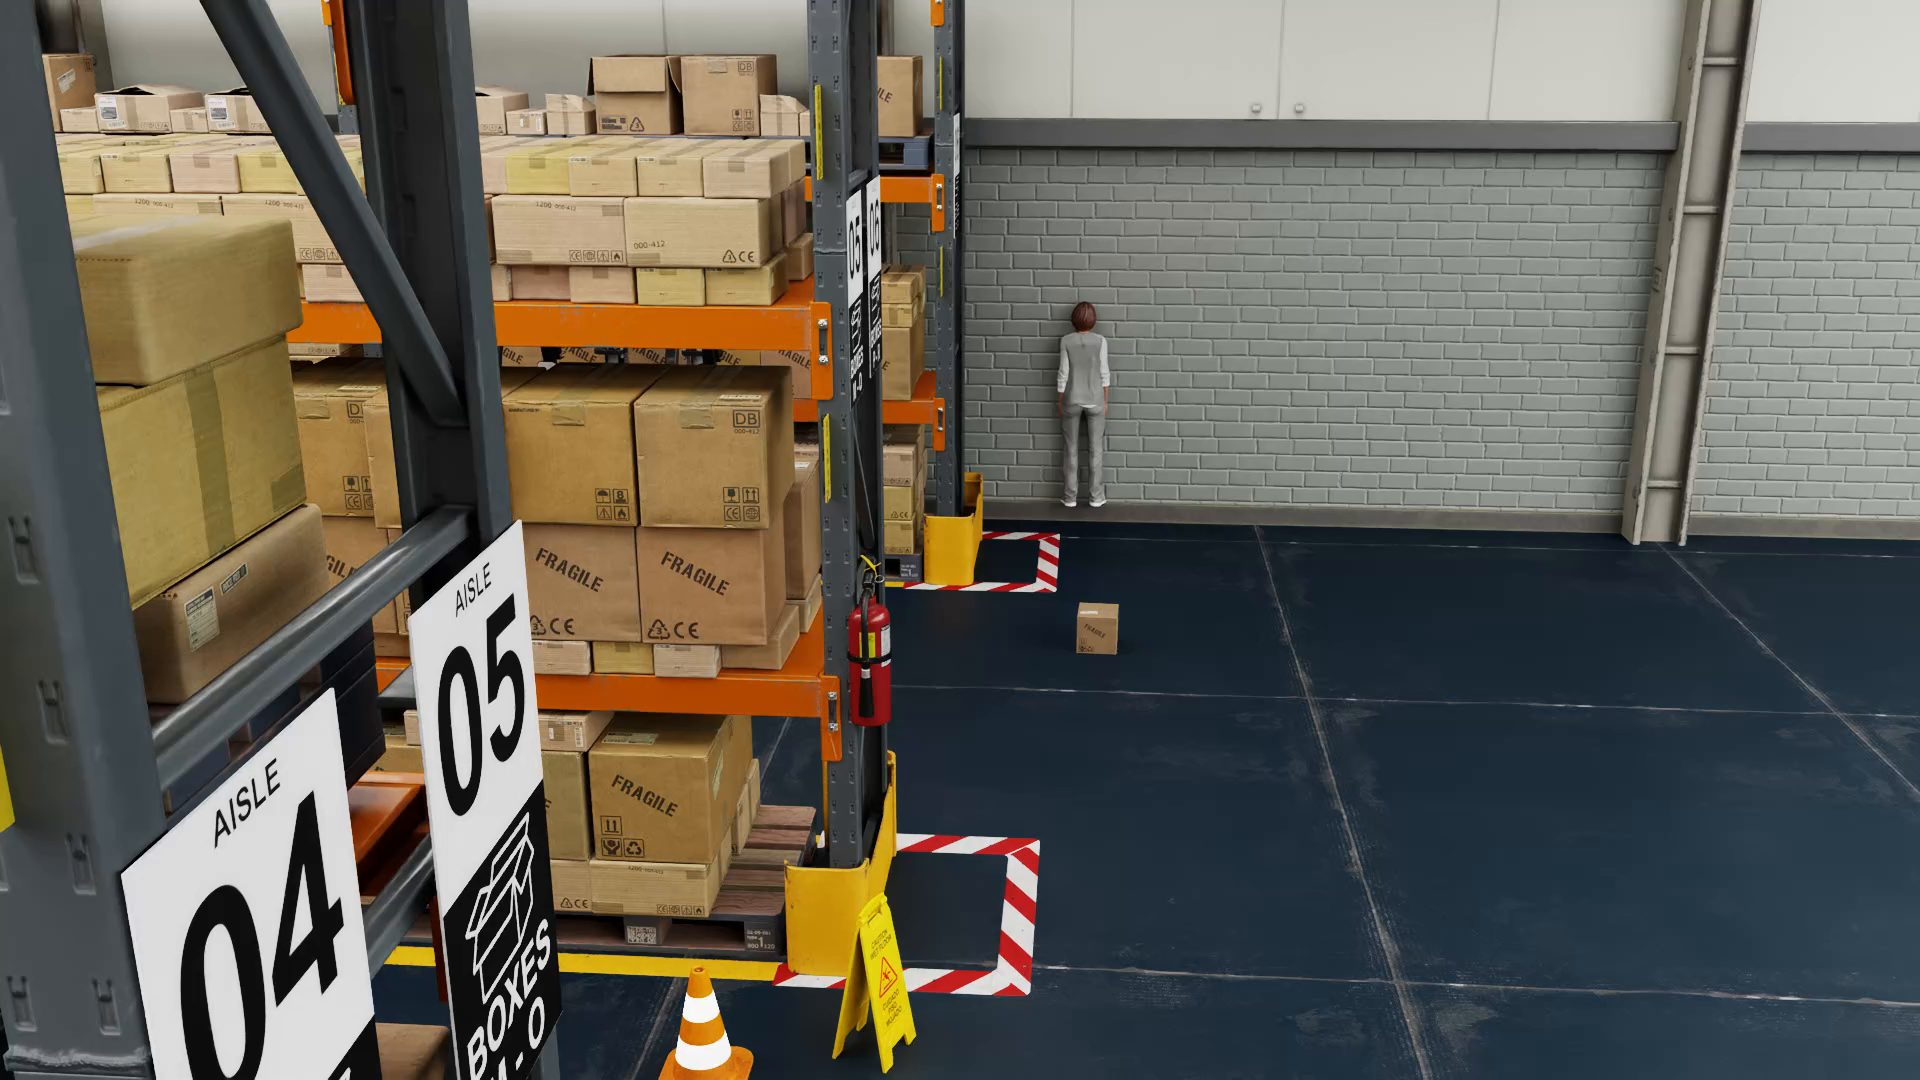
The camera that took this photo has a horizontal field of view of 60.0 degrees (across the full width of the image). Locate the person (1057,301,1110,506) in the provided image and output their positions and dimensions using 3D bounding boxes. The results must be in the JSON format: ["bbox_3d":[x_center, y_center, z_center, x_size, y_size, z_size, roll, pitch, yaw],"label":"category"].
[{"bbox_3d":[0.946,-1.042,12.801,0.407,1.604,0.309,1,18,3],"label":"person"}]
